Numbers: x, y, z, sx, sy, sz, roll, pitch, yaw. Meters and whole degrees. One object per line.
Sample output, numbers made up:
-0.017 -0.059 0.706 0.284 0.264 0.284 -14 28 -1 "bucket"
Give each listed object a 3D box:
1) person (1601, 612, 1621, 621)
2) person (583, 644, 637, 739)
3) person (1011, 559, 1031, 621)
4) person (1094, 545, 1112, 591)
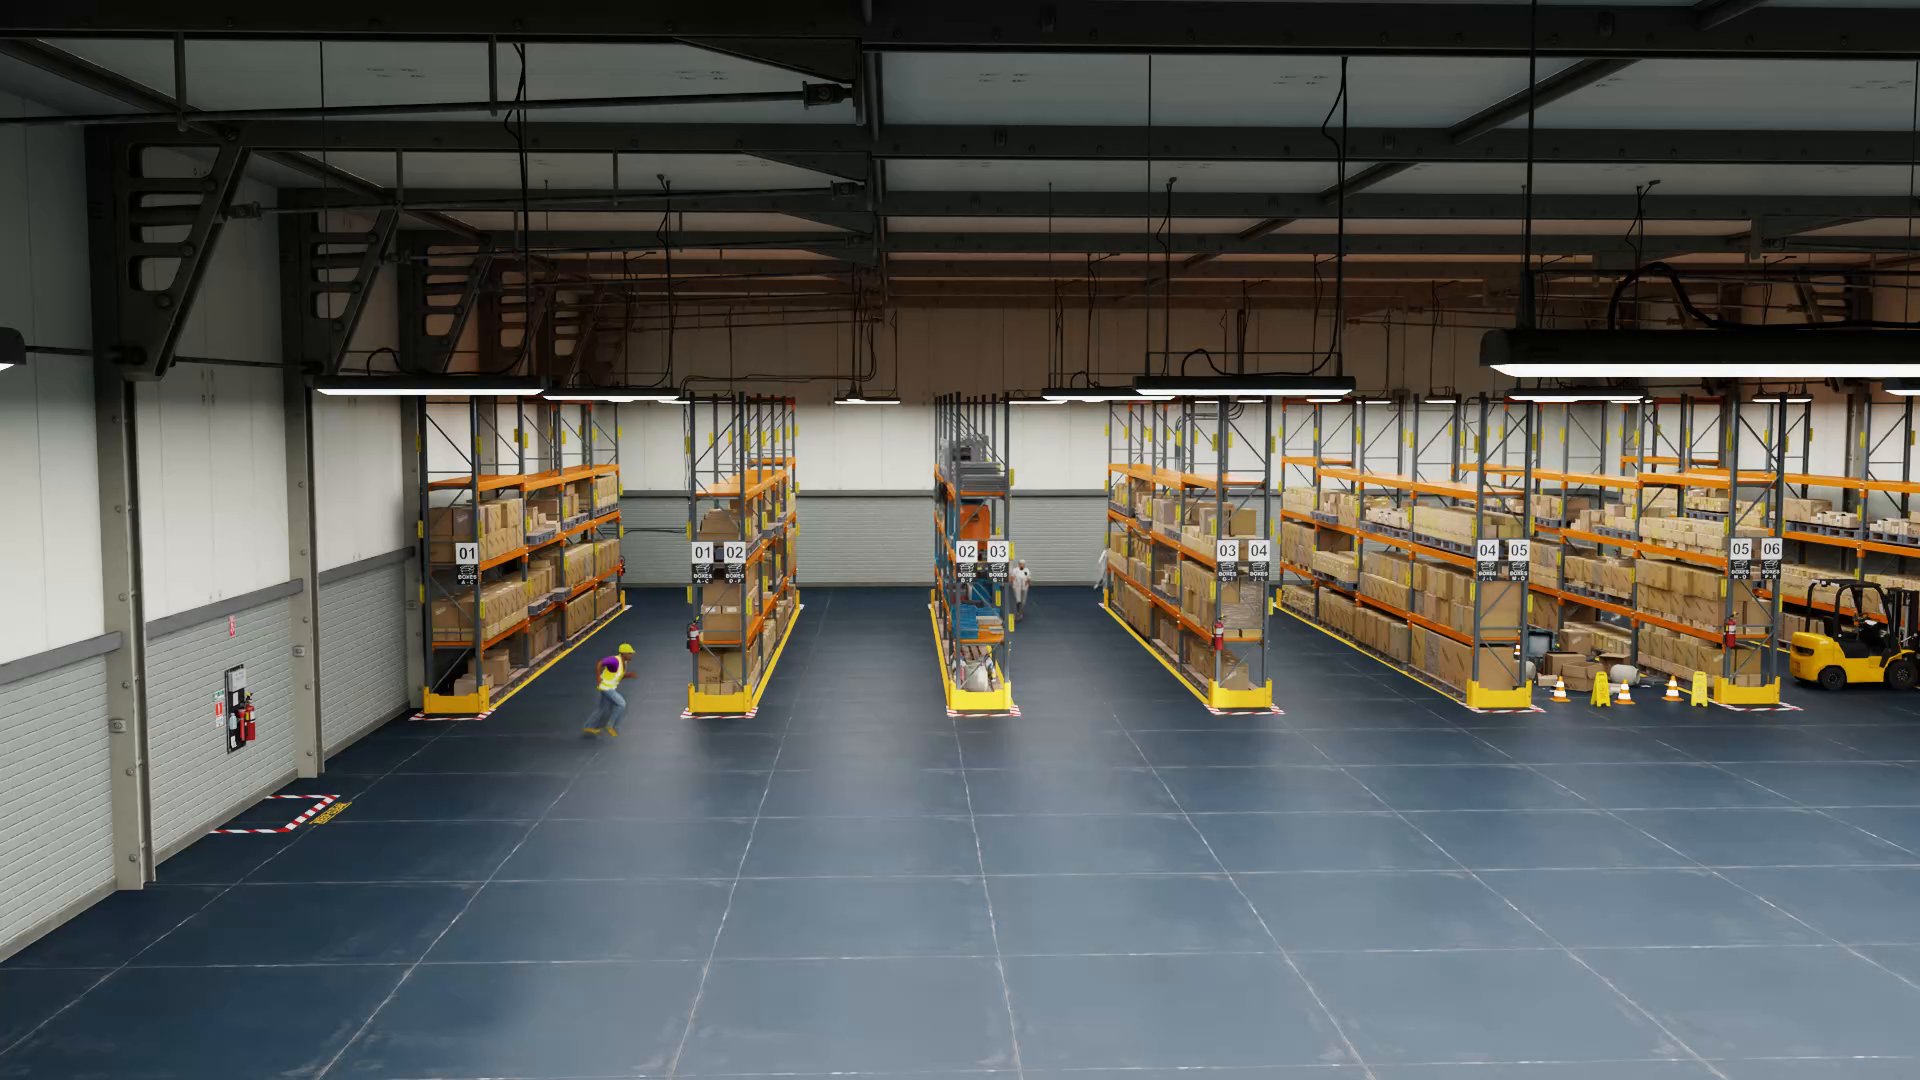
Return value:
17.221 1.464 44.323 0.547 1.469 1.082 -3 5 -33 "person"
-6.081 2.624 28.745 0.967 1.675 0.752 1 5 10 "person"
1.643 1.347 44.591 0.509 1.683 0.800 -1 5 -11 "person"
4.449 0.863 51.065 0.610 1.543 0.610 -2 5 -19 "person"
